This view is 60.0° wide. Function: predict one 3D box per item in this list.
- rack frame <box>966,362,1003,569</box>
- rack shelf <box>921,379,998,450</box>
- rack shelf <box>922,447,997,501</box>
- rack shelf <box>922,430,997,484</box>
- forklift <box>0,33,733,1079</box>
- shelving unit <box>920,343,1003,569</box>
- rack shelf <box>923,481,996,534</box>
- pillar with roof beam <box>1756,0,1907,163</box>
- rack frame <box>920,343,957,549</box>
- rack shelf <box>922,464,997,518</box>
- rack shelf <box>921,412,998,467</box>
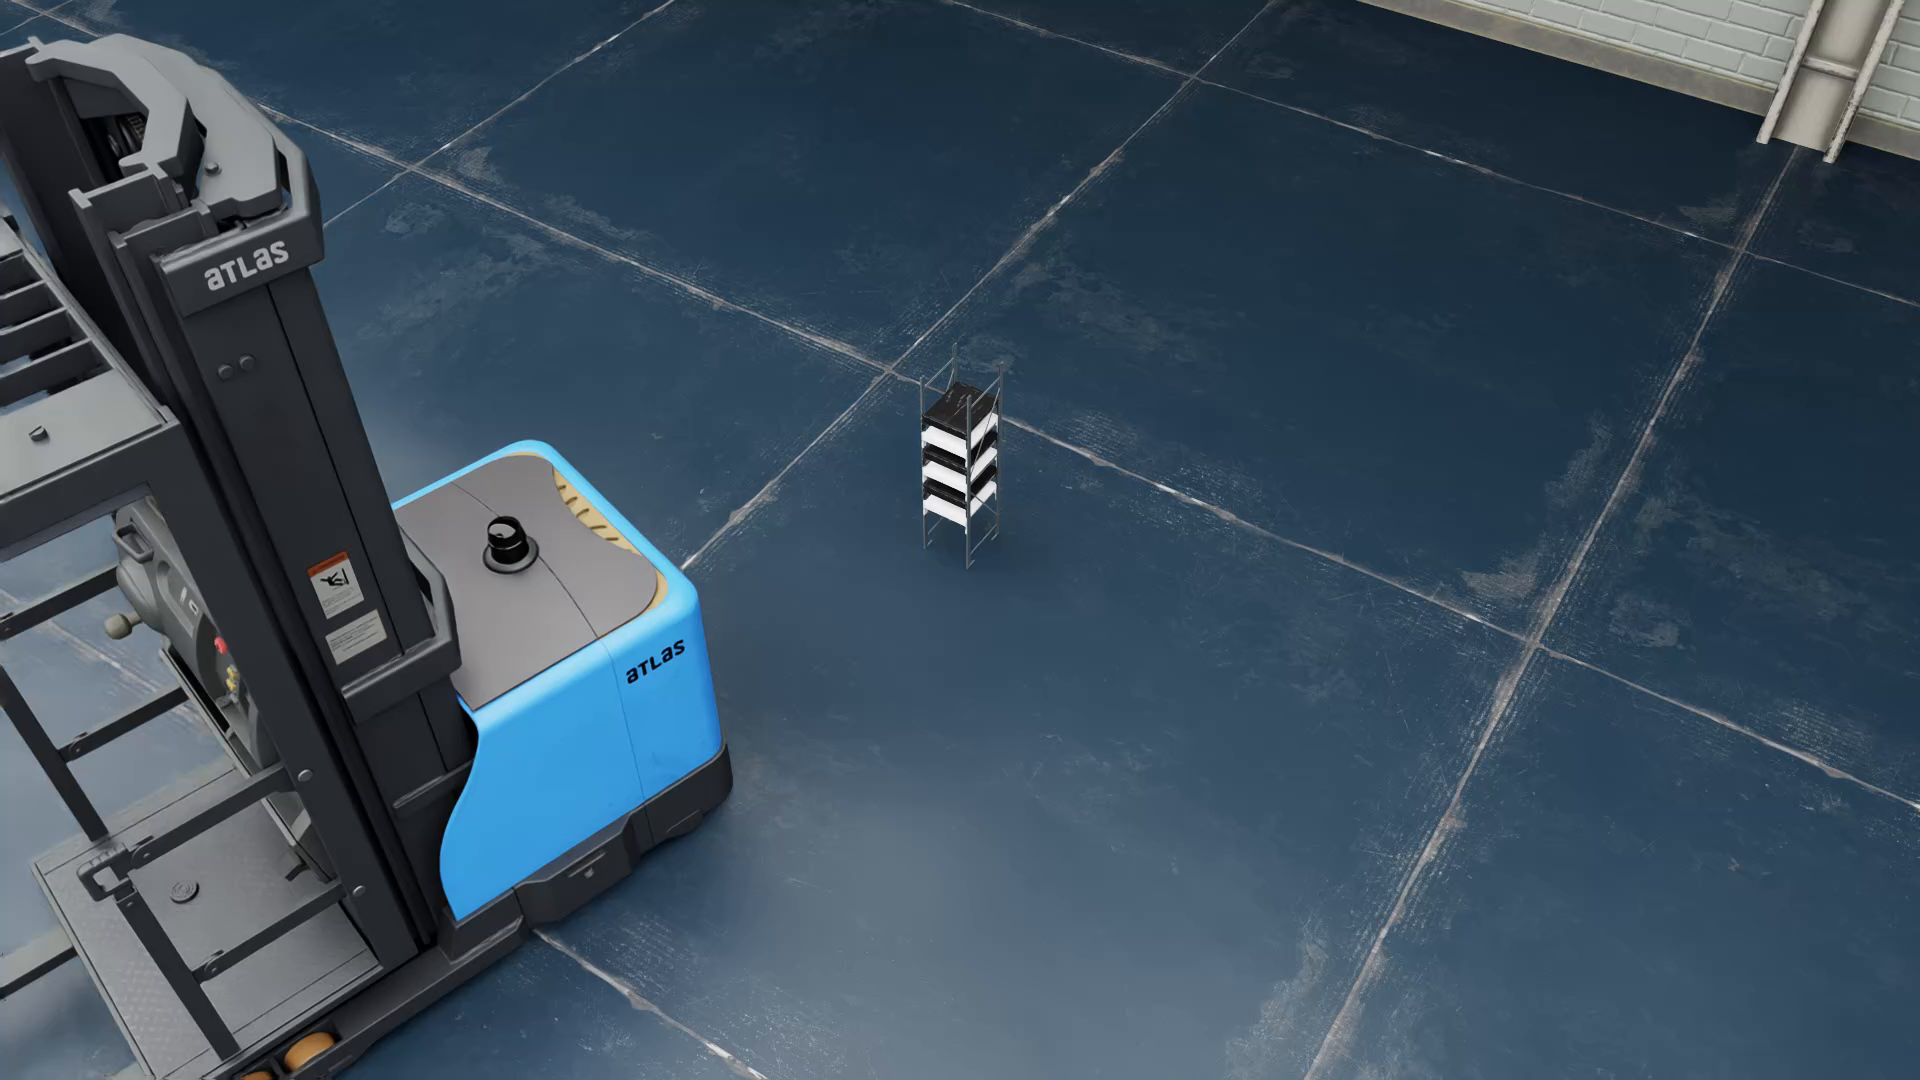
[{"bbox_3d":[0.092,-0.271,6.386,0.006,0.900,0.240,25,51,22],"label":"rack frame"},{"bbox_3d":[0.007,-0.475,6.254,0.200,0.077,0.258,25,51,22],"label":"rack shelf"},{"bbox_3d":[0.007,-0.287,6.448,0.200,0.077,0.258,25,51,22],"label":"rack shelf"},{"bbox_3d":[0.007,-0.350,6.384,0.200,0.077,0.258,25,51,22],"label":"rack shelf"},{"bbox_3d":[-2.238,0.316,4.399,3.031,2.935,1.130,-32,54,-27],"label":"forklift"},{"bbox_3d":[0.007,-0.310,6.424,0.210,0.900,0.258,25,51,22],"label":"shelving unit"},{"bbox_3d":[0.007,-0.162,6.577,0.200,0.077,0.258,25,51,22],"label":"rack shelf"},{"bbox_3d":[2.138,-2.665,3.065,0.400,9.000,9.100,25,51,22],"label":"pillar with roof beam"},{"bbox_3d":[-0.079,-0.350,6.462,0.006,0.900,0.240,25,51,22],"label":"rack frame"},{"bbox_3d":[0.007,-0.225,6.513,0.200,0.077,0.258,25,51,22],"label":"rack shelf"},{"bbox_3d":[0.007,-0.413,6.319,0.200,0.077,0.258,25,51,22],"label":"rack shelf"}]
